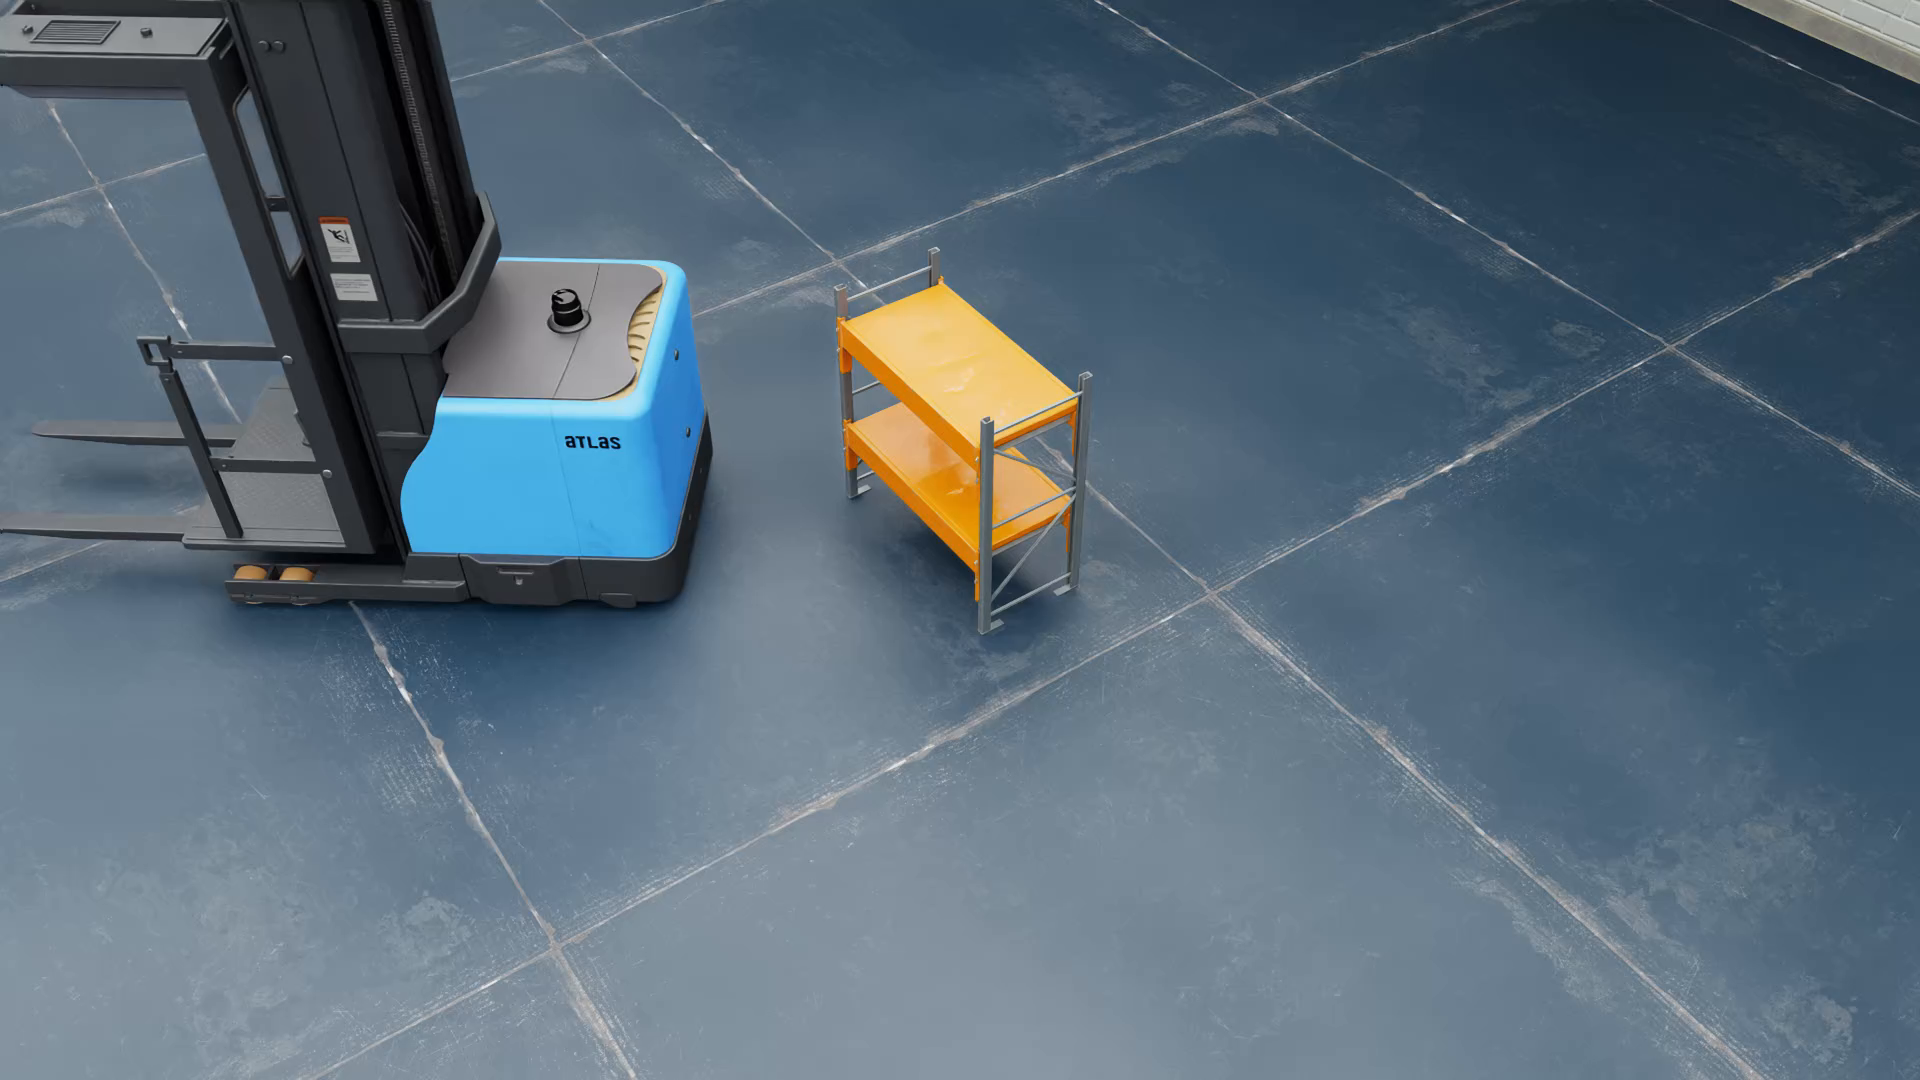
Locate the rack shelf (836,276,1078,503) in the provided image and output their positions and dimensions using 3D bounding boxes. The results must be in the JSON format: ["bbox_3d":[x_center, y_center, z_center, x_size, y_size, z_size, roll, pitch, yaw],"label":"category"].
[{"bbox_3d":[-0.004,-0.622,6.654,0.538,0.278,1.000,-26,49,-24],"label":"rack shelf"}]

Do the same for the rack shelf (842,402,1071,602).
[{"bbox_3d":[-0.004,-0.234,7.025,0.538,0.278,1.000,-26,49,-24],"label":"rack shelf"}]

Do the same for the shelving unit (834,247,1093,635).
[{"bbox_3d":[-0.004,-0.411,6.857,0.538,1.125,1.048,-26,49,-24],"label":"shelving unit"}]

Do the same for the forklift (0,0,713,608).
[{"bbox_3d":[-2.652,-1.151,6.325,3.031,2.935,1.130,2,44,2],"label":"forklift"}]

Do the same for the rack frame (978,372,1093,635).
[{"bbox_3d":[0.287,-0.123,6.555,0.500,1.125,0.032,-26,49,-24],"label":"rack frame"}]

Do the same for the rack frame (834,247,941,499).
[{"bbox_3d":[-0.295,-0.699,7.158,0.500,1.125,0.032,-26,49,-24],"label":"rack frame"}]
